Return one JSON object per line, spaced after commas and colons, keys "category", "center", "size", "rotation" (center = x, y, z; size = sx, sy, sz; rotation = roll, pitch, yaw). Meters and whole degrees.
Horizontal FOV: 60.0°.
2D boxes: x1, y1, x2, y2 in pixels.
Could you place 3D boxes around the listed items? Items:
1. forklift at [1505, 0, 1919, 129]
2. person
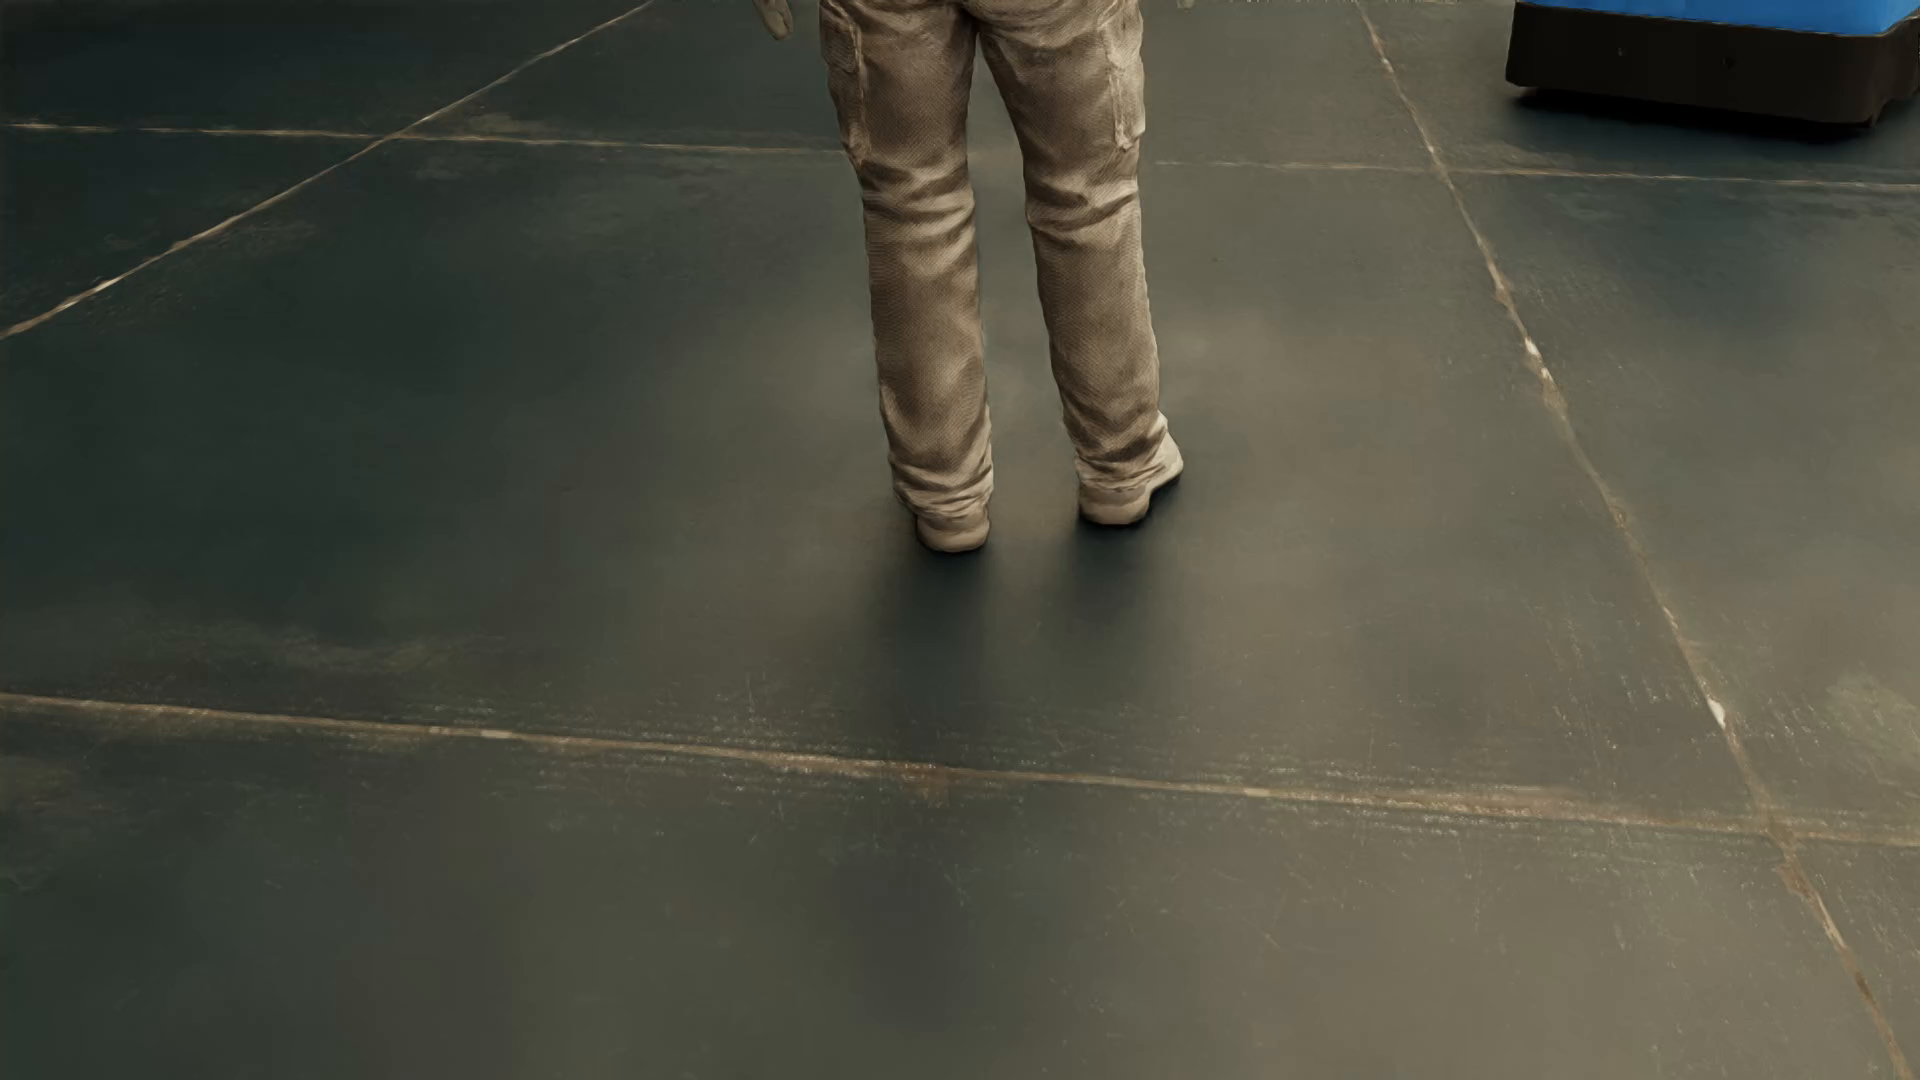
{"category": "forklift", "center": [3.002, -3.089, 5.409], "size": [1.130, 2.935, 3.031], "rotation": [18, 32, 32]}
{"category": "person", "center": [0.017, -0.836, 2.162], "size": [0.655, 1.782, 0.576], "rotation": [3, 27, 7]}
